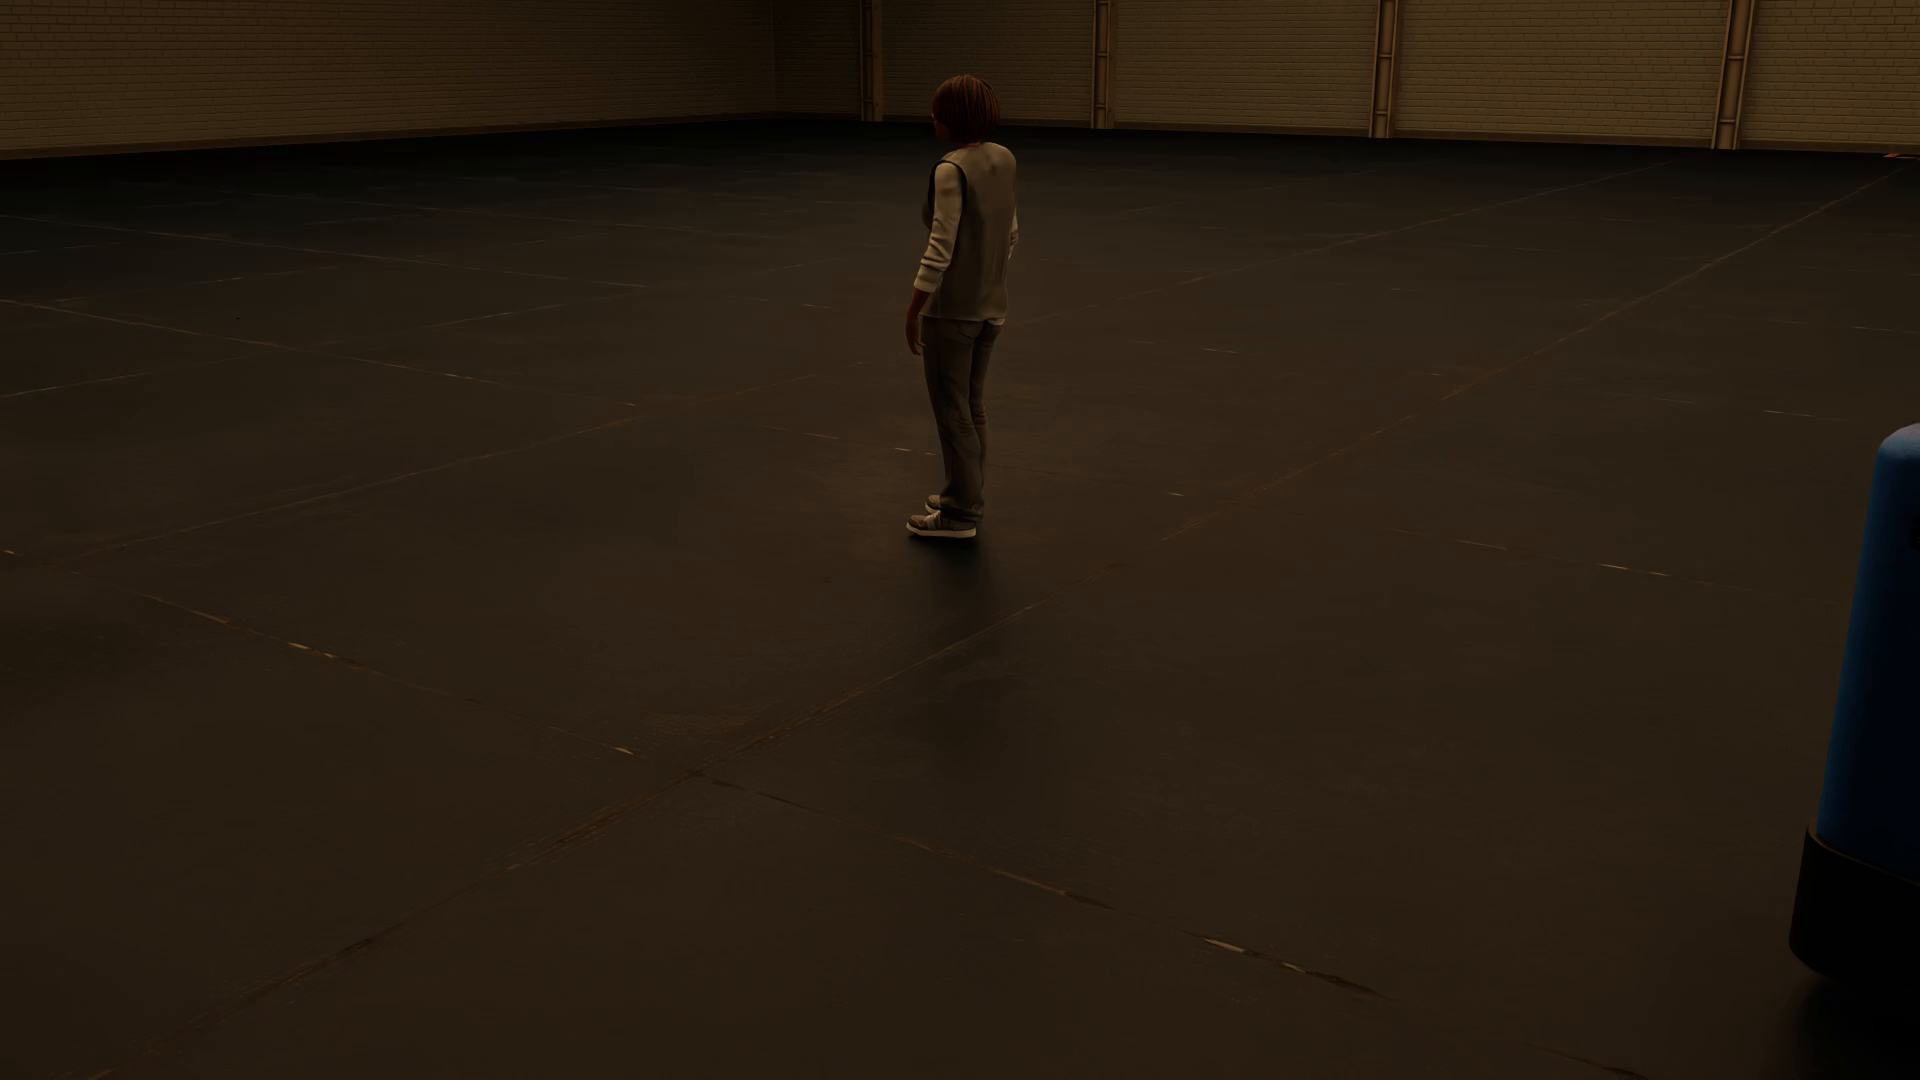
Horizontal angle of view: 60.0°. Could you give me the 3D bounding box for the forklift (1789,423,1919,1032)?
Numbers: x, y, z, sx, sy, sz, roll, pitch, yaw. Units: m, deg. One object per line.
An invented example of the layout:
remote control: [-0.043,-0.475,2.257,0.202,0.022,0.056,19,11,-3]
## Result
forklift: [2.804,-0.294,1.817,1.130,2.935,3.031,-11,20,-33]

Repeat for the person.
person: [-0.053,-0.784,5.770,0.473,1.592,0.520,11,20,33]
